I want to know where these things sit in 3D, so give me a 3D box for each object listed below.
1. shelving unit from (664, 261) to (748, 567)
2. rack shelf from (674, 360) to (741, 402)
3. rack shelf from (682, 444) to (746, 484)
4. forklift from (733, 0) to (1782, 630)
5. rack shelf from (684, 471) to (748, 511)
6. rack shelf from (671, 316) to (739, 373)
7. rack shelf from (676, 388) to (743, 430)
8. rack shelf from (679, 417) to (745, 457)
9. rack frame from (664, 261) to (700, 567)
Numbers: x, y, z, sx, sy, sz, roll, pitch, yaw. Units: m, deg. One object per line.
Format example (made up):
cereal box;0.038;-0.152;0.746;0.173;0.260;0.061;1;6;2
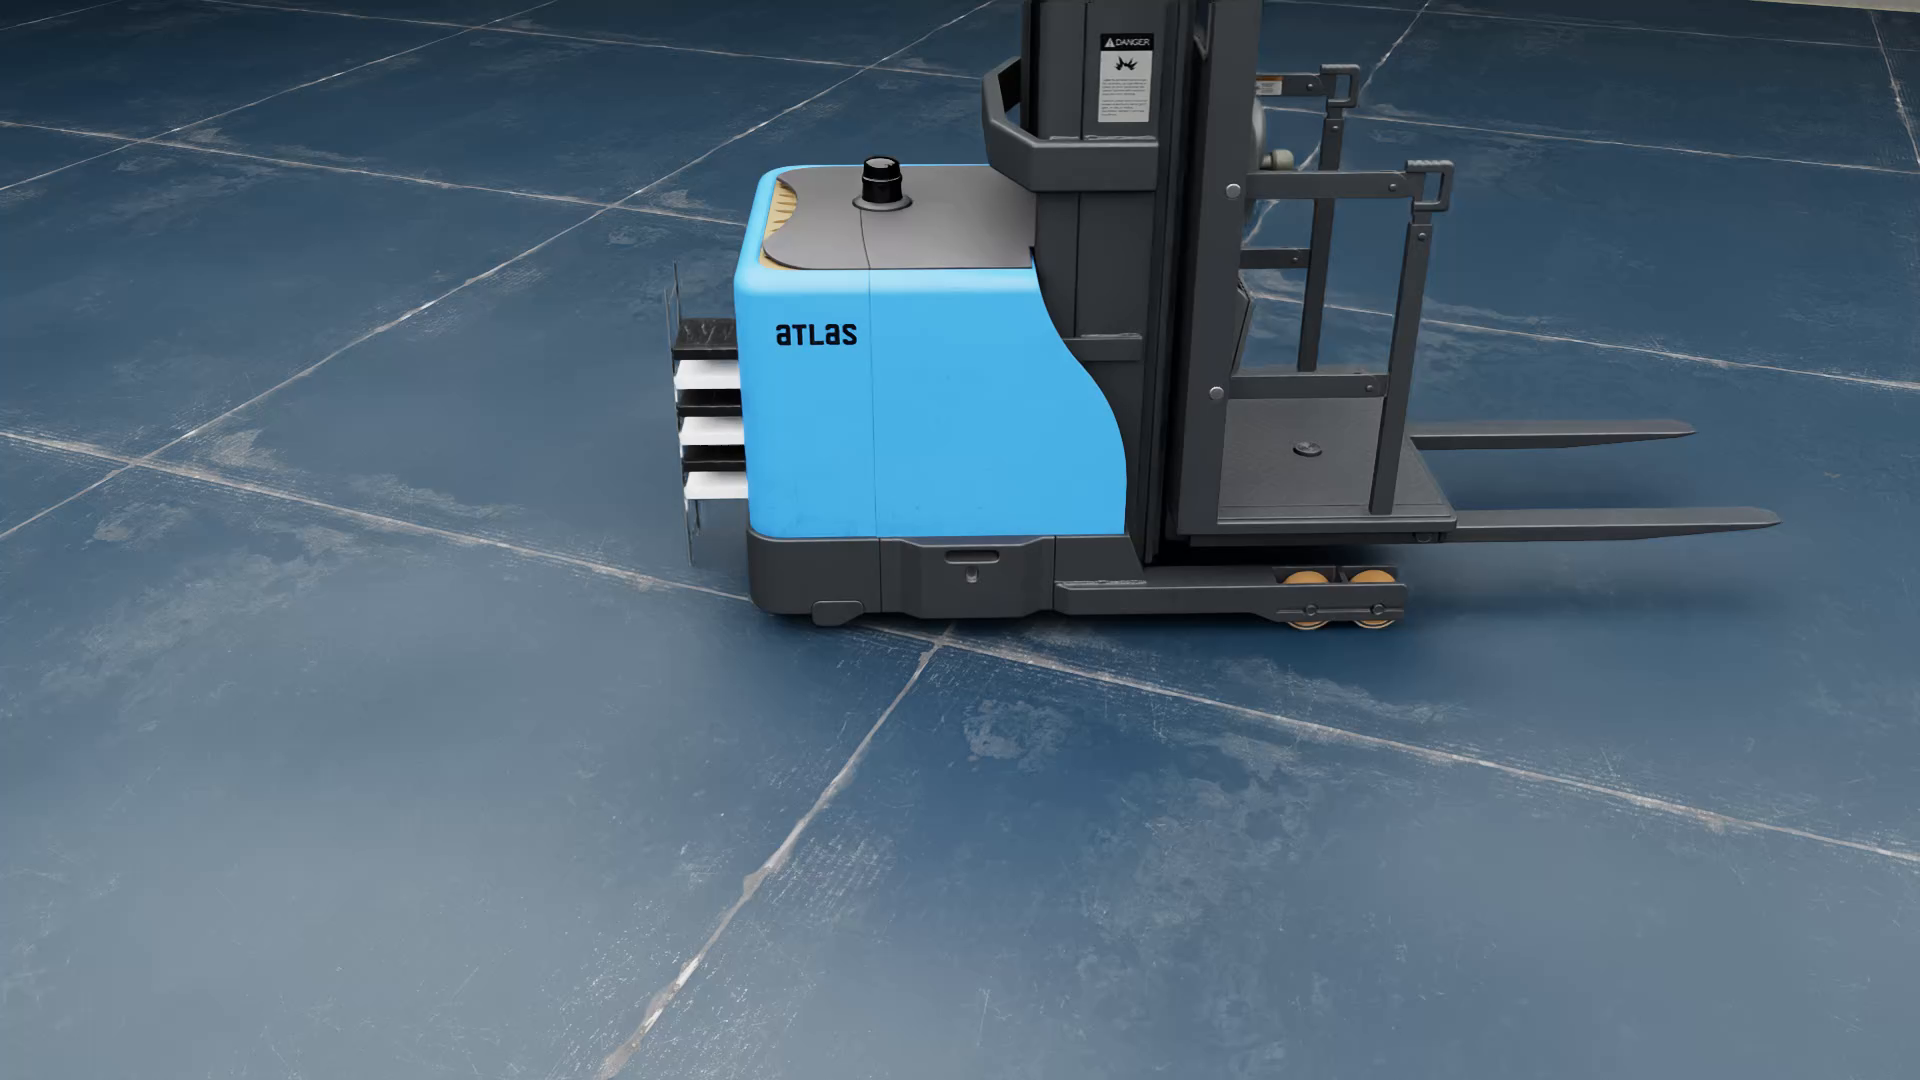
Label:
shelving unit;-0.728;-0.369;4.988;0.210;0.900;0.258;-1;29;-1
rack shelf;-0.728;-0.497;4.916;0.200;0.077;0.258;-1;29;-1
rack shelf;-0.728;-0.262;5.049;0.200;0.077;0.258;-1;29;-1
forklift;0.897;-1.279;4.534;3.031;2.935;1.130;-1;29;-1
rack shelf;-0.728;-0.183;5.093;0.200;0.077;0.258;-1;29;-1
rack shelf;-0.728;-0.575;4.872;0.200;0.077;0.258;-1;29;-1
rack shelf;-0.728;-0.418;4.960;0.200;0.077;0.258;-1;29;-1
rack shelf;-0.728;-0.340;5.005;0.200;0.077;0.258;-1;29;-1
rack frame;-0.829;-0.368;4.986;0.006;0.900;0.240;-1;29;-1
